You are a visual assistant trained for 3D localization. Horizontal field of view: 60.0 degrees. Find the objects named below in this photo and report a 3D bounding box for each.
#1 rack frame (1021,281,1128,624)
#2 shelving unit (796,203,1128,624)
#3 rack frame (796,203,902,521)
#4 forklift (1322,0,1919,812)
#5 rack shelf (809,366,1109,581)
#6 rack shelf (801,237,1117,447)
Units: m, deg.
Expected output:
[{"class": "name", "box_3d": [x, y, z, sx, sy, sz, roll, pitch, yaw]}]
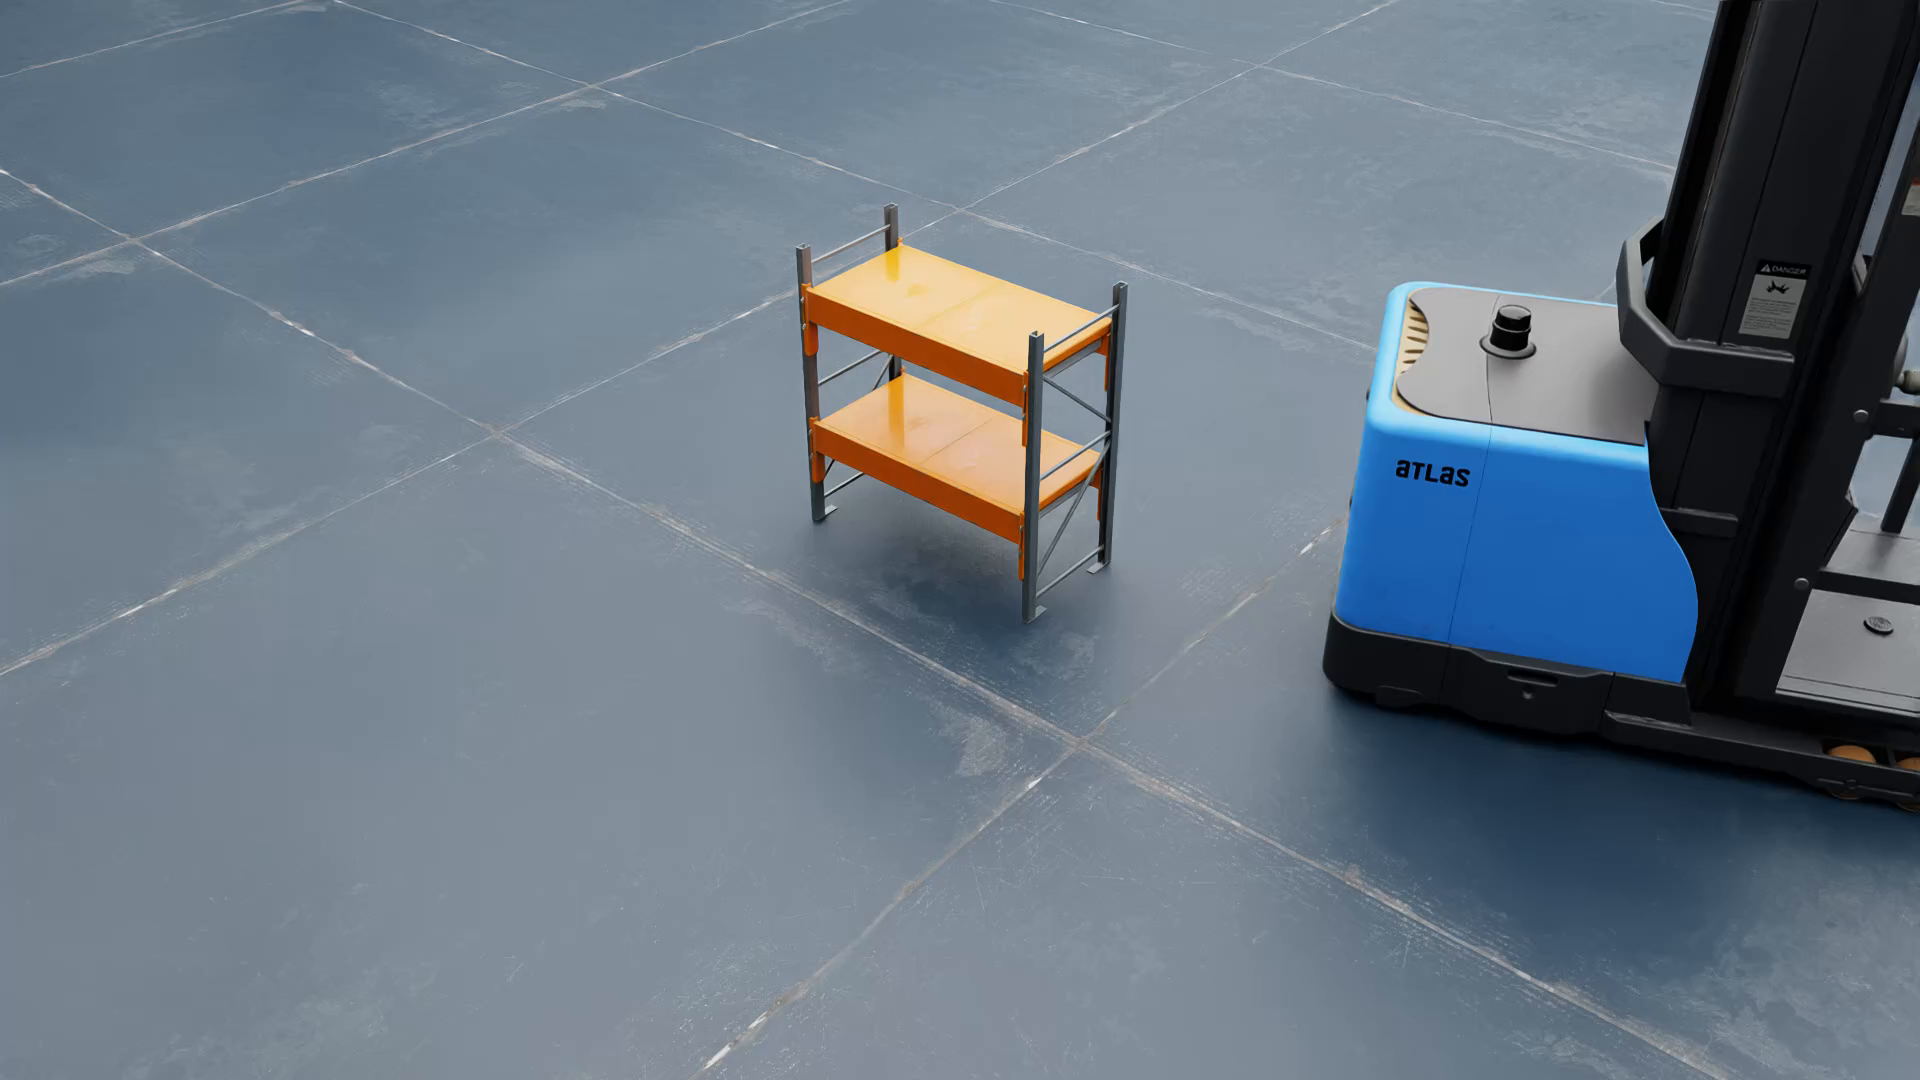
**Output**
[{"class": "rack frame", "box_3d": [0.385, -0.282, 5.667, 0.032, 1.125, 0.500, 25, 42, 32]}, {"class": "shelving unit", "box_3d": [-0.005, -0.466, 5.935, 1.048, 1.125, 0.538, 25, 42, 32]}, {"class": "rack frame", "box_3d": [-0.396, -0.650, 6.203, 0.032, 1.125, 0.500, 25, 42, 32]}, {"class": "forklift", "box_3d": [2.774, -0.719, 4.708, 3.031, 2.935, 1.130, 10, 36, 14]}, {"class": "rack shelf", "box_3d": [-0.005, -0.265, 6.074, 1.000, 0.278, 0.538, 25, 42, 32]}, {"class": "rack shelf", "box_3d": [-0.005, -0.707, 5.769, 1.000, 0.278, 0.538, 25, 42, 32]}]
